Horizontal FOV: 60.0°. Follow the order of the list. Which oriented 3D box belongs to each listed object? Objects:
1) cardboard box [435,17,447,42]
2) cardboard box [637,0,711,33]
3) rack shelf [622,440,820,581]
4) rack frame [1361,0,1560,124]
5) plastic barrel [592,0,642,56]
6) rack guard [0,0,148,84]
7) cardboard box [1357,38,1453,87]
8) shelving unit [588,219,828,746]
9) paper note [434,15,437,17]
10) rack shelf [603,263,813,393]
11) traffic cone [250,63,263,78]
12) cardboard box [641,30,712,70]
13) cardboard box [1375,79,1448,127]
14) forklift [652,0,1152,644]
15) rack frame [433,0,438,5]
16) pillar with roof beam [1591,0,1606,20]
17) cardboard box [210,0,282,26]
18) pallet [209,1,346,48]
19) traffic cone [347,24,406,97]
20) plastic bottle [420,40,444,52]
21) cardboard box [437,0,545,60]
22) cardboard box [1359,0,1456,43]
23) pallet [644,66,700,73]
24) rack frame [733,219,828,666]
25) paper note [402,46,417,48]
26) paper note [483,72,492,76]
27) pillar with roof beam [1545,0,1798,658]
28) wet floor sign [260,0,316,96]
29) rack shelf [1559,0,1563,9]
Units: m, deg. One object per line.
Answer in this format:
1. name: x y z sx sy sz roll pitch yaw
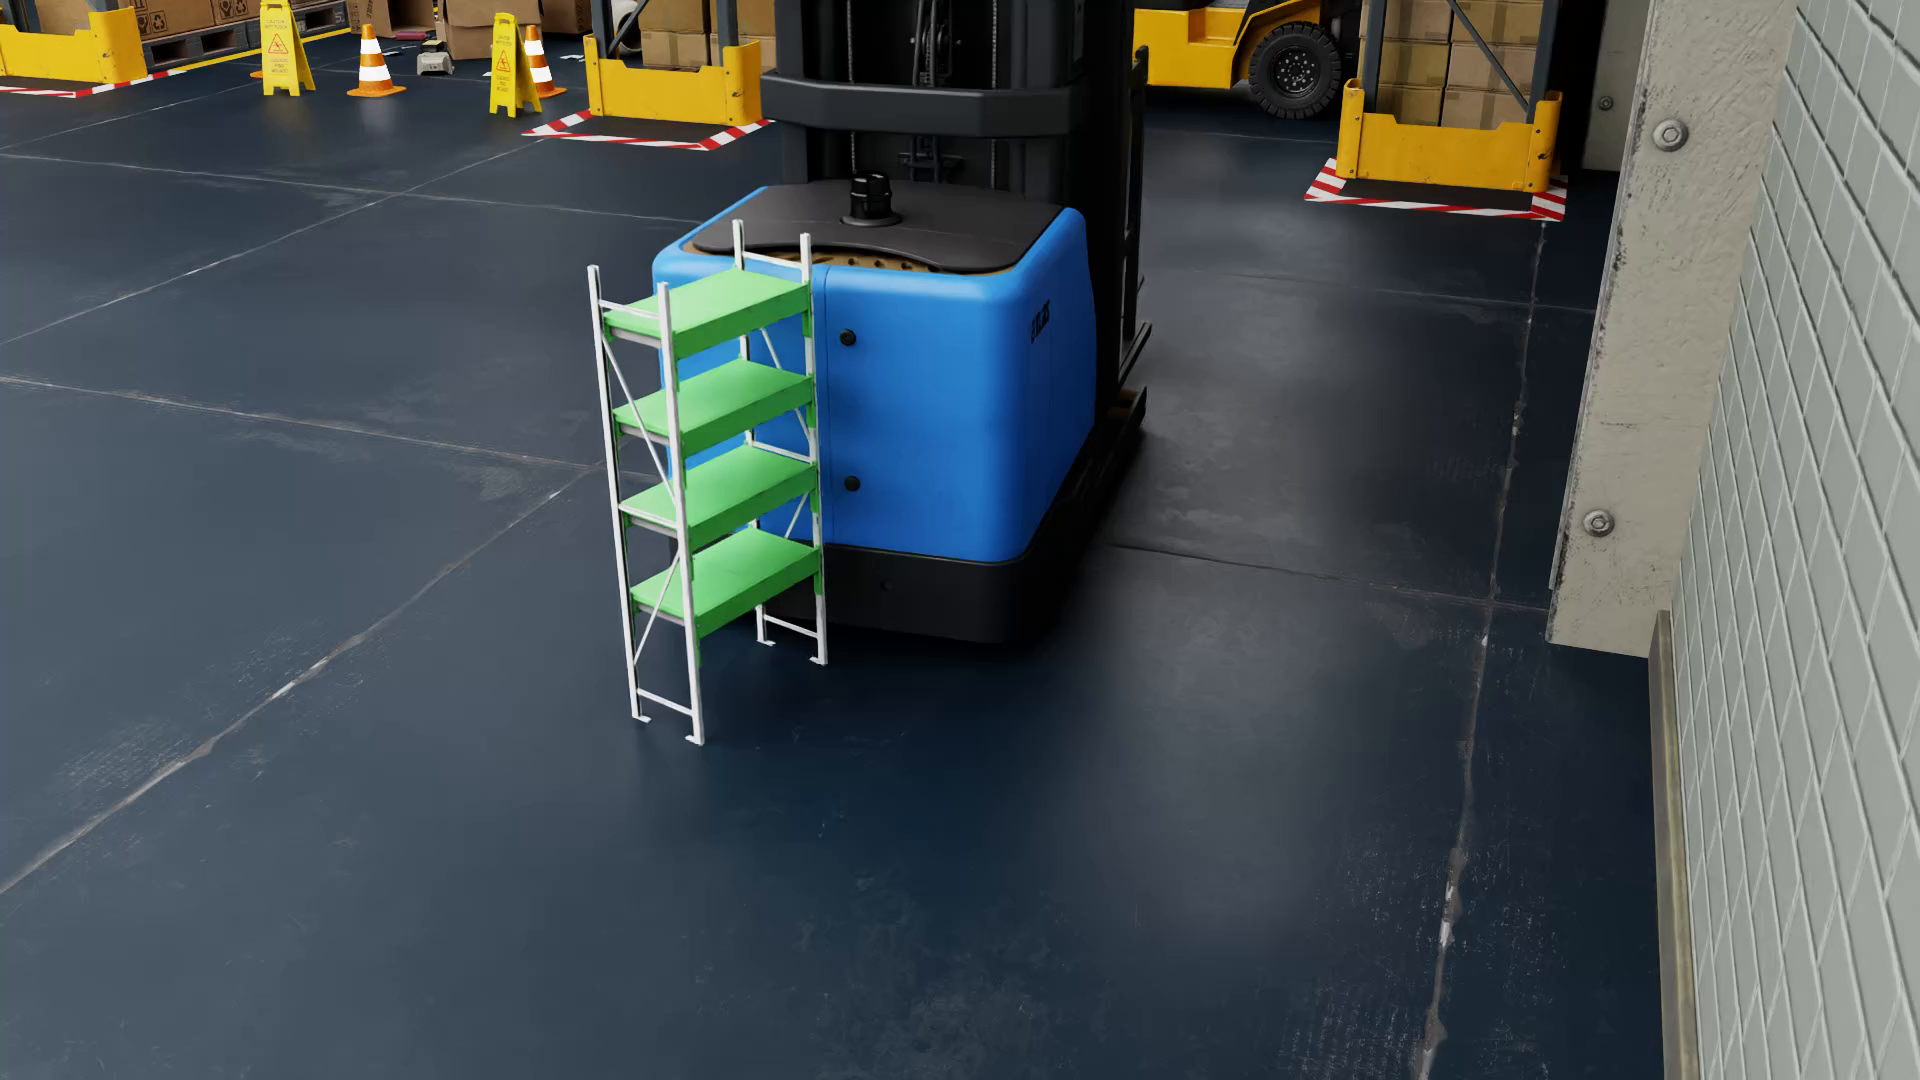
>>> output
1. cardboard box: -4.121 -4.268 13.761 0.396 0.266 0.258 14 29 26
2. cardboard box: -1.895 -3.808 11.487 0.500 0.500 0.500 9 27 18
3. rack shelf: -0.604 -0.083 4.192 0.258 0.148 0.480 17 31 31
4. rack frame: 2.766 -3.434 8.901 1.000 3.000 0.127 9 27 17
5. plastic barrel: -2.656 -4.061 13.152 0.421 0.421 0.512 -14 29 -27
6. rack guard: -6.625 -3.694 12.305 1.175 0.500 0.348 9 27 17
7. cardboard box: 2.634 -2.856 9.806 0.500 0.250 0.500 8 27 17
8. shelving unit: -0.604 -0.141 4.164 0.258 1.200 0.503 17 31 31
9. paper note: -4.656 -4.729 14.981 0.147 0.020 0.142 -9 27 -18
10. rack shelf: -0.604 -0.515 3.983 0.258 0.148 0.480 17 31 31
11. traffic cone: -5.101 -3.699 12.359 0.336 0.463 0.334 9 27 17
12. cardboard box: -1.892 -3.485 11.679 0.500 0.250 0.500 9 27 17
13. cardboard box: 2.625 -2.624 9.902 0.500 0.250 0.500 9 27 18
14. forklift: 0.054 -1.659 5.313 1.130 2.935 3.031 7 27 14
15. rack frame: -5.286 -6.473 15.176 1.000 3.000 0.127 9 27 17
16. pillar with roof beam: 1.785 -9.380 14.296 9.100 9.000 0.400 9 27 17
17. cardboard box: -6.163 -4.712 13.495 0.875 0.875 0.875 8 27 17
18. pallet: -6.017 -4.413 14.123 1.003 0.211 1.213 9 27 17
19. traffic cone: -4.149 -3.396 11.732 0.336 0.463 0.334 9 27 17
20. plastic bottle: -4.251 -3.990 13.421 0.133 0.061 0.283 0 26 -1
21. cardboard box: -3.718 -4.118 13.177 0.797 0.503 0.637 -9 27 -18
22. cardboard box: 2.626 -3.070 9.675 0.500 0.250 0.500 10 27 19
23. pallet: -1.587 -3.257 11.735 1.003 0.211 1.213 9 27 17
24. rack frame: -0.464 -0.228 4.344 0.240 1.200 0.015 17 31 31
25. paper note: -4.477 -4.005 13.510 0.123 0.001 0.032 -20 33 -36
26. paper note: -3.478 -3.493 12.430 0.148 0.019 0.142 0 26 -1
27. pillar with roof beam: -2.208 -4.448 4.111 9.100 9.000 0.400 9 27 17
28. wet floor sign: -4.760 -3.470 11.676 0.267 0.644 0.232 4 26 8
29. rack shelf: 3.432 -3.932 10.755 1.077 0.370 4.000 9 27 17
